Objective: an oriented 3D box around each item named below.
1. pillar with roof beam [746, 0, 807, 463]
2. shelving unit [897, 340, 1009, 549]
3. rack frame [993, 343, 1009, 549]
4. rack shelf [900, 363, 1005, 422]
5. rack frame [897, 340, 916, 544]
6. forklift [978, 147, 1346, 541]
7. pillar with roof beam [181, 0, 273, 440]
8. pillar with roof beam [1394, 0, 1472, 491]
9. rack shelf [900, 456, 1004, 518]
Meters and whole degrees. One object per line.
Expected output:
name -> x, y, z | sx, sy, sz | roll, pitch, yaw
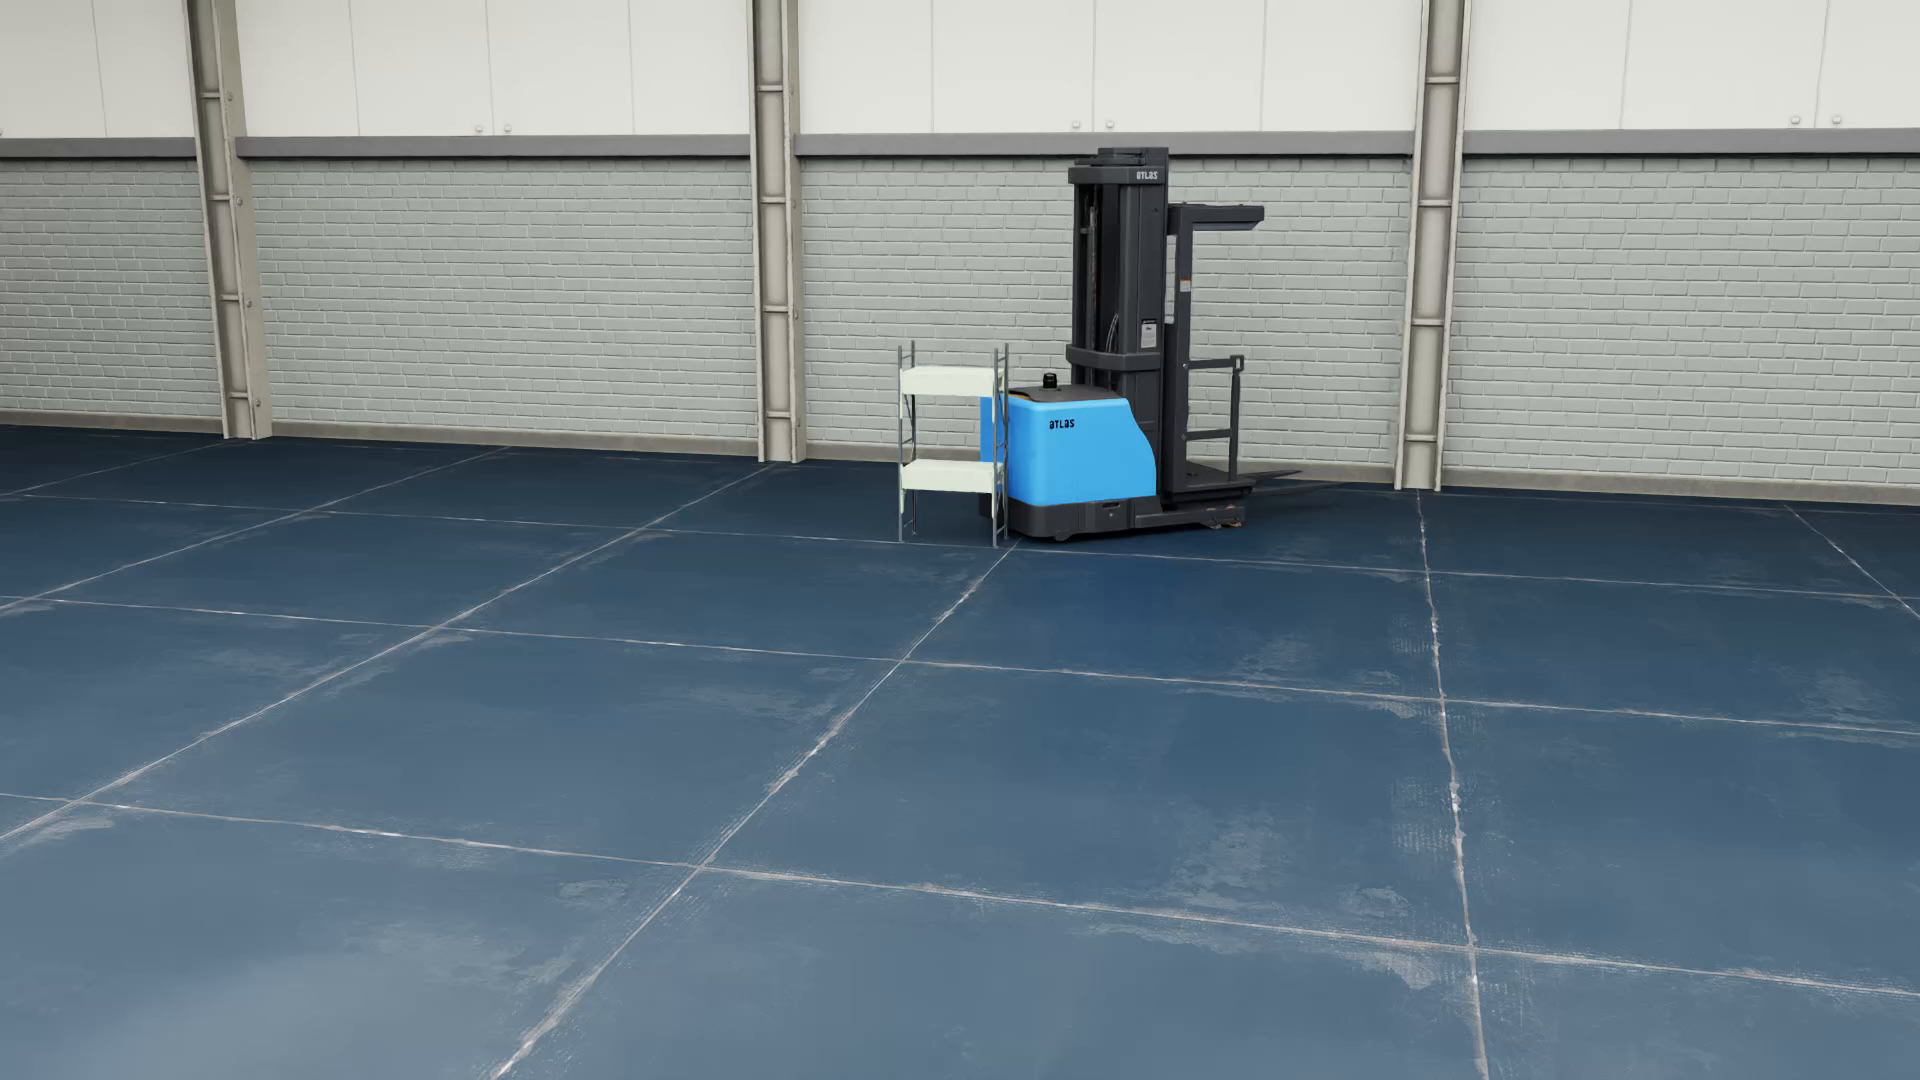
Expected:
pillar with roof beam -> -2.766, -4.275, 11.225 | 0.400, 9.000, 9.100 | 3, 13, 14
shelving unit -> -0.048, -0.727, 12.550 | 0.755, 1.500, 0.431 | 3, 13, 14
rack frame -> 0.306, -0.708, 12.461 | 0.023, 1.500, 0.400 | 3, 13, 14
rack shelf -> -0.048, -1.108, 12.466 | 0.720, 0.370, 0.431 | 3, 13, 14
rack frame -> -0.402, -0.747, 12.639 | 0.023, 1.500, 0.400 | 3, 13, 14
forklift -> 1.706, -1.615, 13.245 | 3.031, 2.935, 1.130 | -6, 14, -24
pillar with roof beam -> -8.591, -4.586, 12.628 | 0.400, 9.000, 9.100 | 3, 13, 14
pillar with roof beam -> 3.059, -3.963, 9.821 | 0.400, 9.000, 9.100 | 3, 13, 14
rack shelf -> -0.048, -0.409, 12.621 | 0.720, 0.370, 0.431 | 3, 13, 14
